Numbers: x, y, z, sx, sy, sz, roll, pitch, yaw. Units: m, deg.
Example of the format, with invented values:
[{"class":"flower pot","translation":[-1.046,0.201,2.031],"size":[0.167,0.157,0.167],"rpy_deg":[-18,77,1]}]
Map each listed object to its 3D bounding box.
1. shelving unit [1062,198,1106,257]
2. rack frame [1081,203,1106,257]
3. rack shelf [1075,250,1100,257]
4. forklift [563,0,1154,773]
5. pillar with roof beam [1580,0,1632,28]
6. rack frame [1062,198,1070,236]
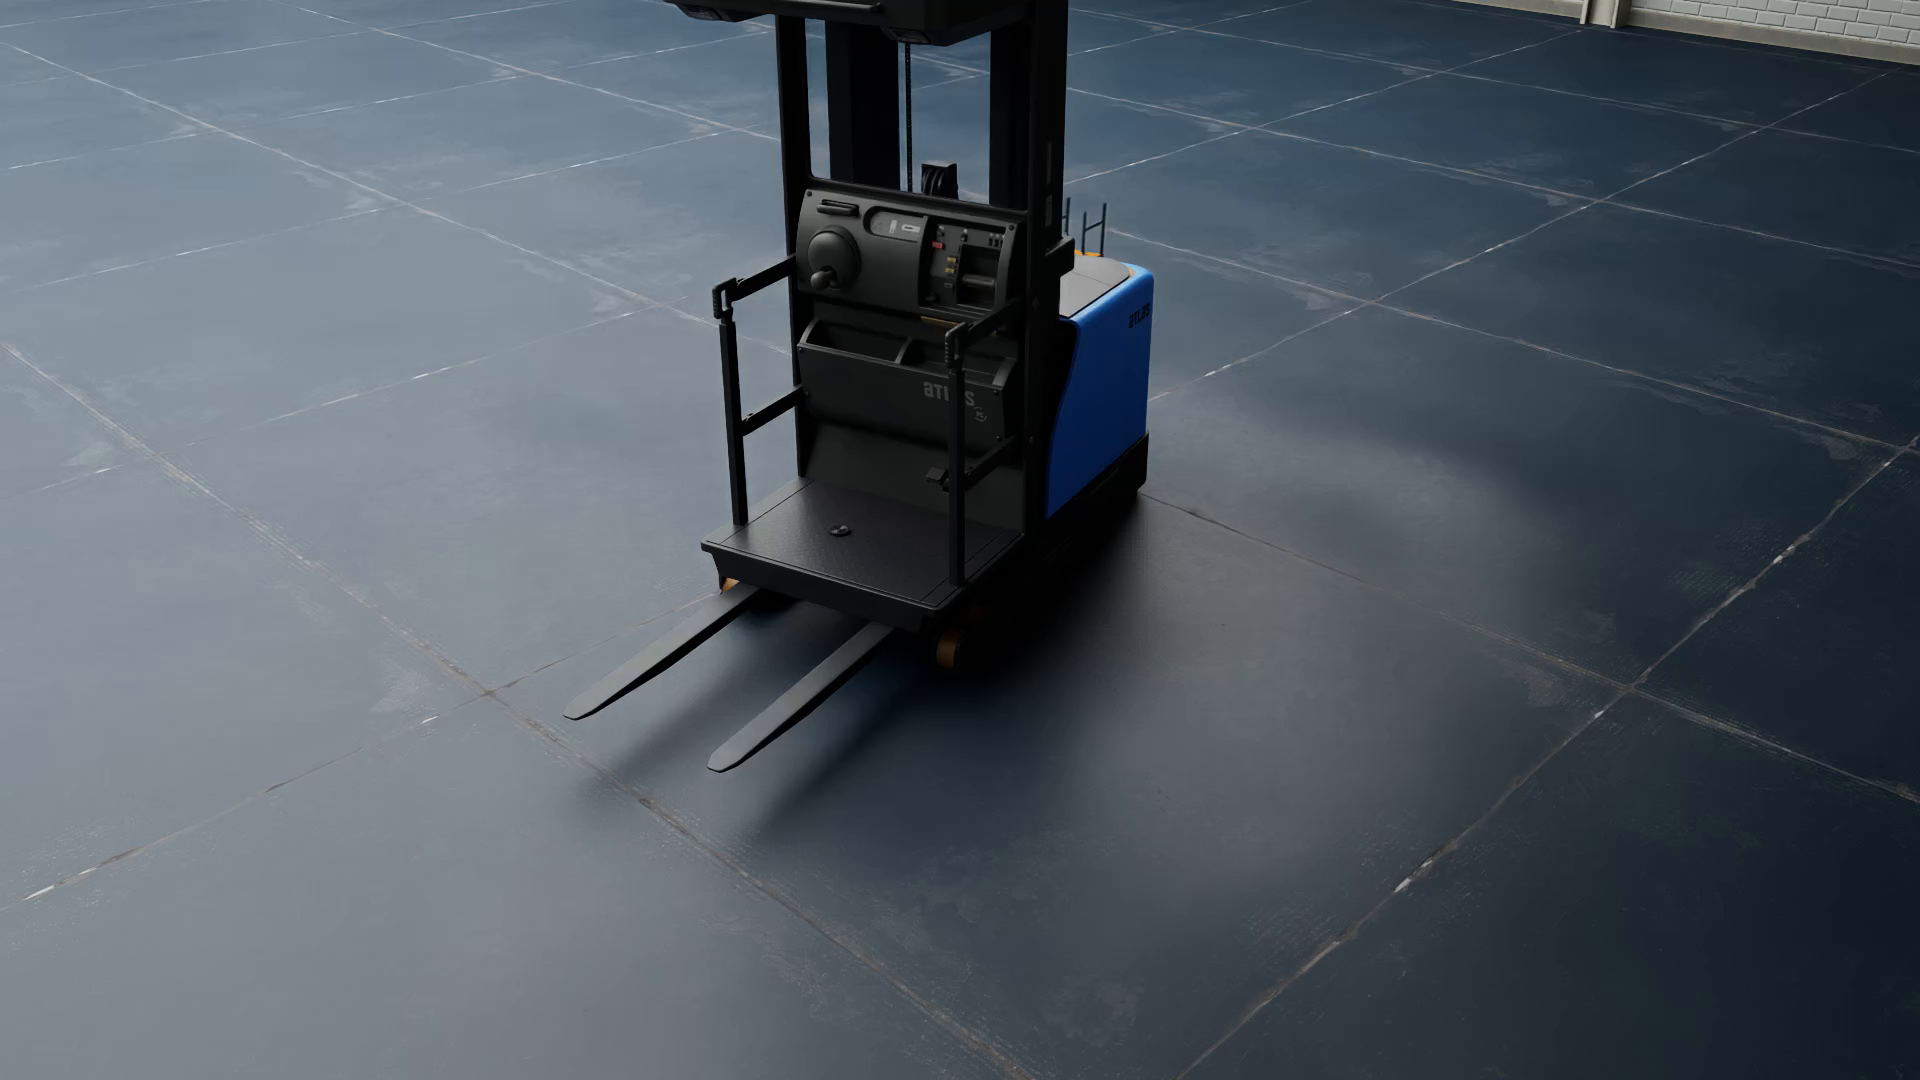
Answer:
[{"class":"shelving unit","translation":[0.510,-0.975,7.797],"size":[0.189,1.200,0.258],"rpy_deg":[14,27,25]},{"class":"rack frame","translation":[0.590,-0.954,7.759],"size":[0.006,1.200,0.240],"rpy_deg":[14,27,25]},{"class":"rack shelf","translation":[0.520,-1.262,7.666],"size":[0.180,0.103,0.258],"rpy_deg":[14,27,25]},{"class":"forklift","translation":[-0.312,-1.042,6.083],"size":[1.130,2.935,3.031],"rpy_deg":[15,31,26]},{"class":"pillar with roof beam","translation":[3.834,-8.049,12.889],"size":[0.400,9.000,9.100],"rpy_deg":[25,36,38]},{"class":"rack frame","translation":[0.429,-0.995,7.836],"size":[0.006,1.200,0.240],"rpy_deg":[14,27,25]}]
